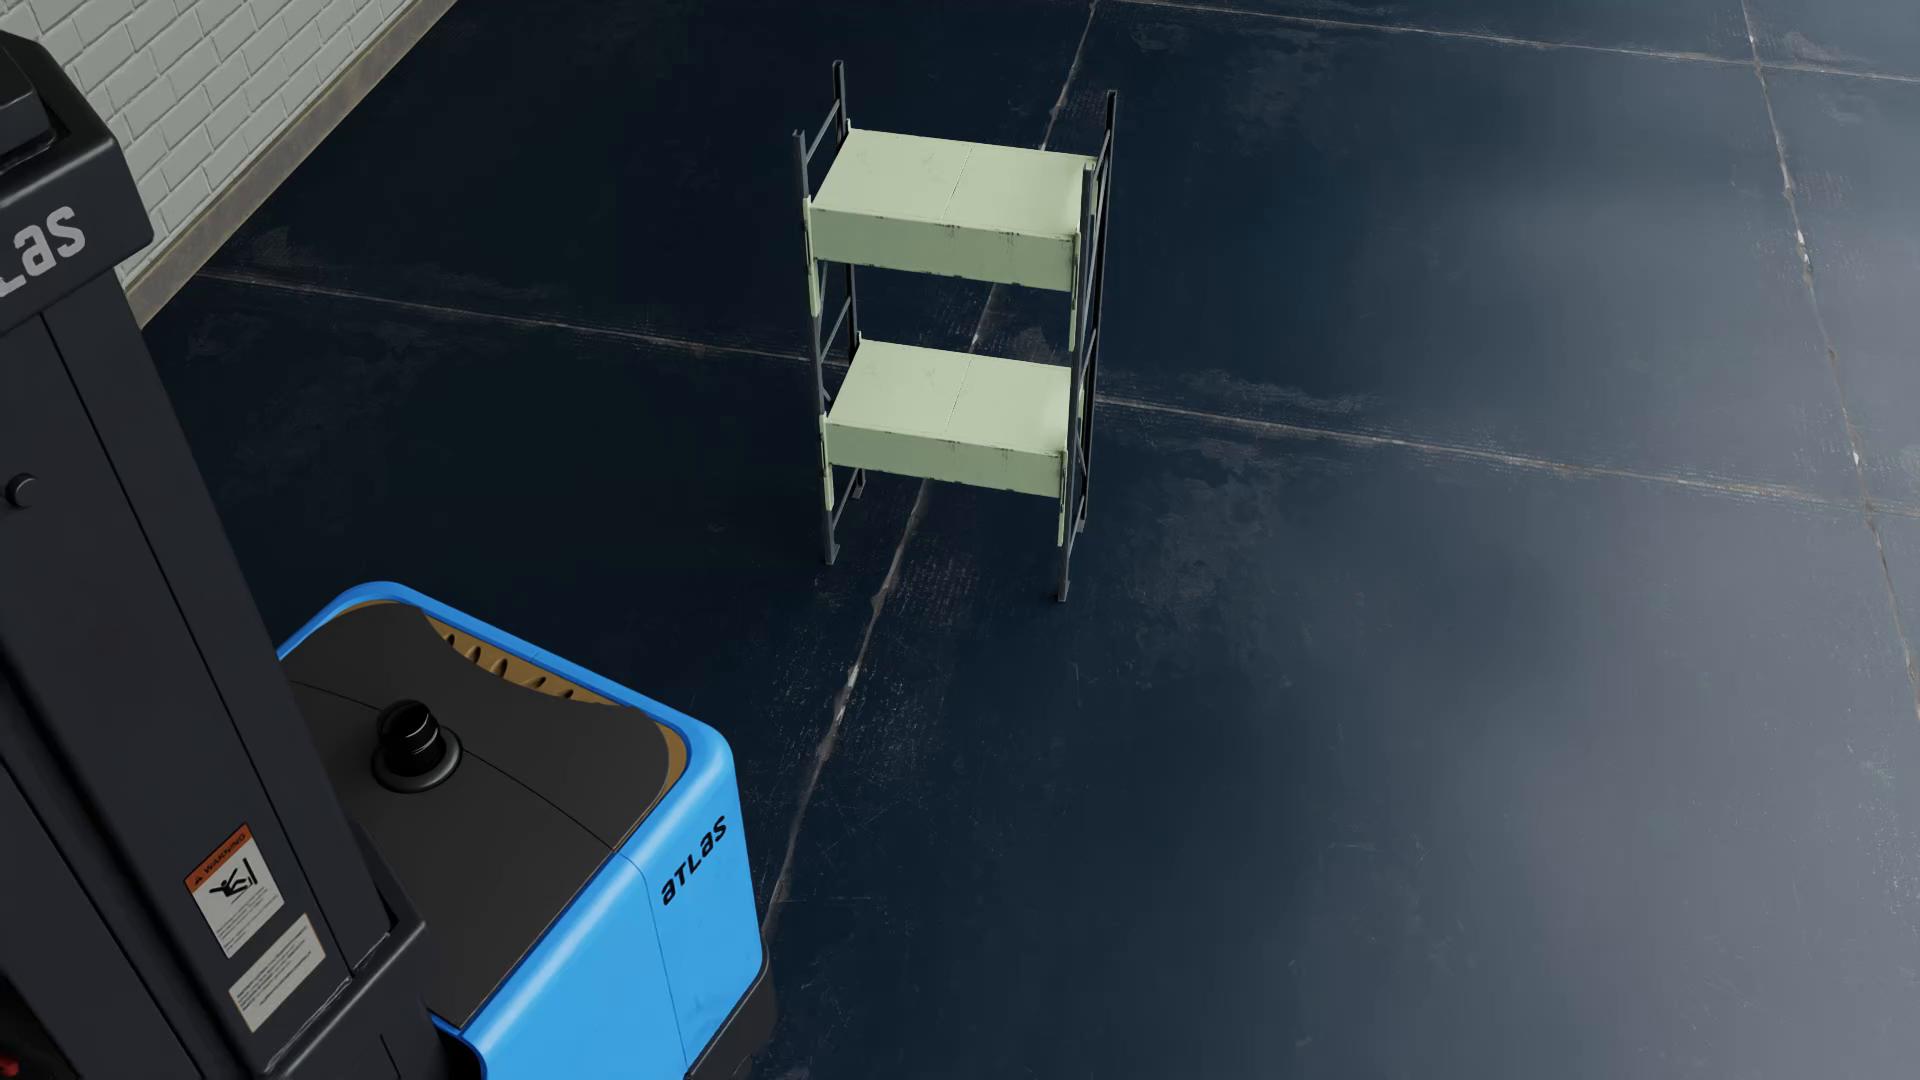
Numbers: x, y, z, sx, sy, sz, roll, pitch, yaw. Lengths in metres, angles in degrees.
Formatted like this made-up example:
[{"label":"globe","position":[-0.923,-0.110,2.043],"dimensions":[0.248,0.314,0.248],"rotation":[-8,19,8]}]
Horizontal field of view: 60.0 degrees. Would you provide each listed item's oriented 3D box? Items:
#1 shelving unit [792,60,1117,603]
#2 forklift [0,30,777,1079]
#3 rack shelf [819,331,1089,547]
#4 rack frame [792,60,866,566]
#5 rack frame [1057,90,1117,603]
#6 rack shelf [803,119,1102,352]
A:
[{"label":"shelving unit","position":[-0.007,-0.541,4.731],"dimensions":[0.755,1.500,0.431],"rotation":[9,45,9]},{"label":"forklift","position":[-1.594,0.839,2.264],"dimensions":[1.130,2.935,3.031],"rotation":[21,48,21]},{"label":"rack shelf","position":[-0.007,-0.306,4.957],"dimensions":[0.720,0.370,0.431],"rotation":[9,45,9]},{"label":"rack frame","position":[-0.364,-0.597,4.789],"dimensions":[0.023,1.500,0.400],"rotation":[9,45,9]},{"label":"rack frame","position":[0.351,-0.486,4.673],"dimensions":[0.023,1.500,0.400],"rotation":[9,45,9]},{"label":"rack shelf","position":[-0.007,-0.823,4.460],"dimensions":[0.720,0.370,0.431],"rotation":[9,45,9]}]
